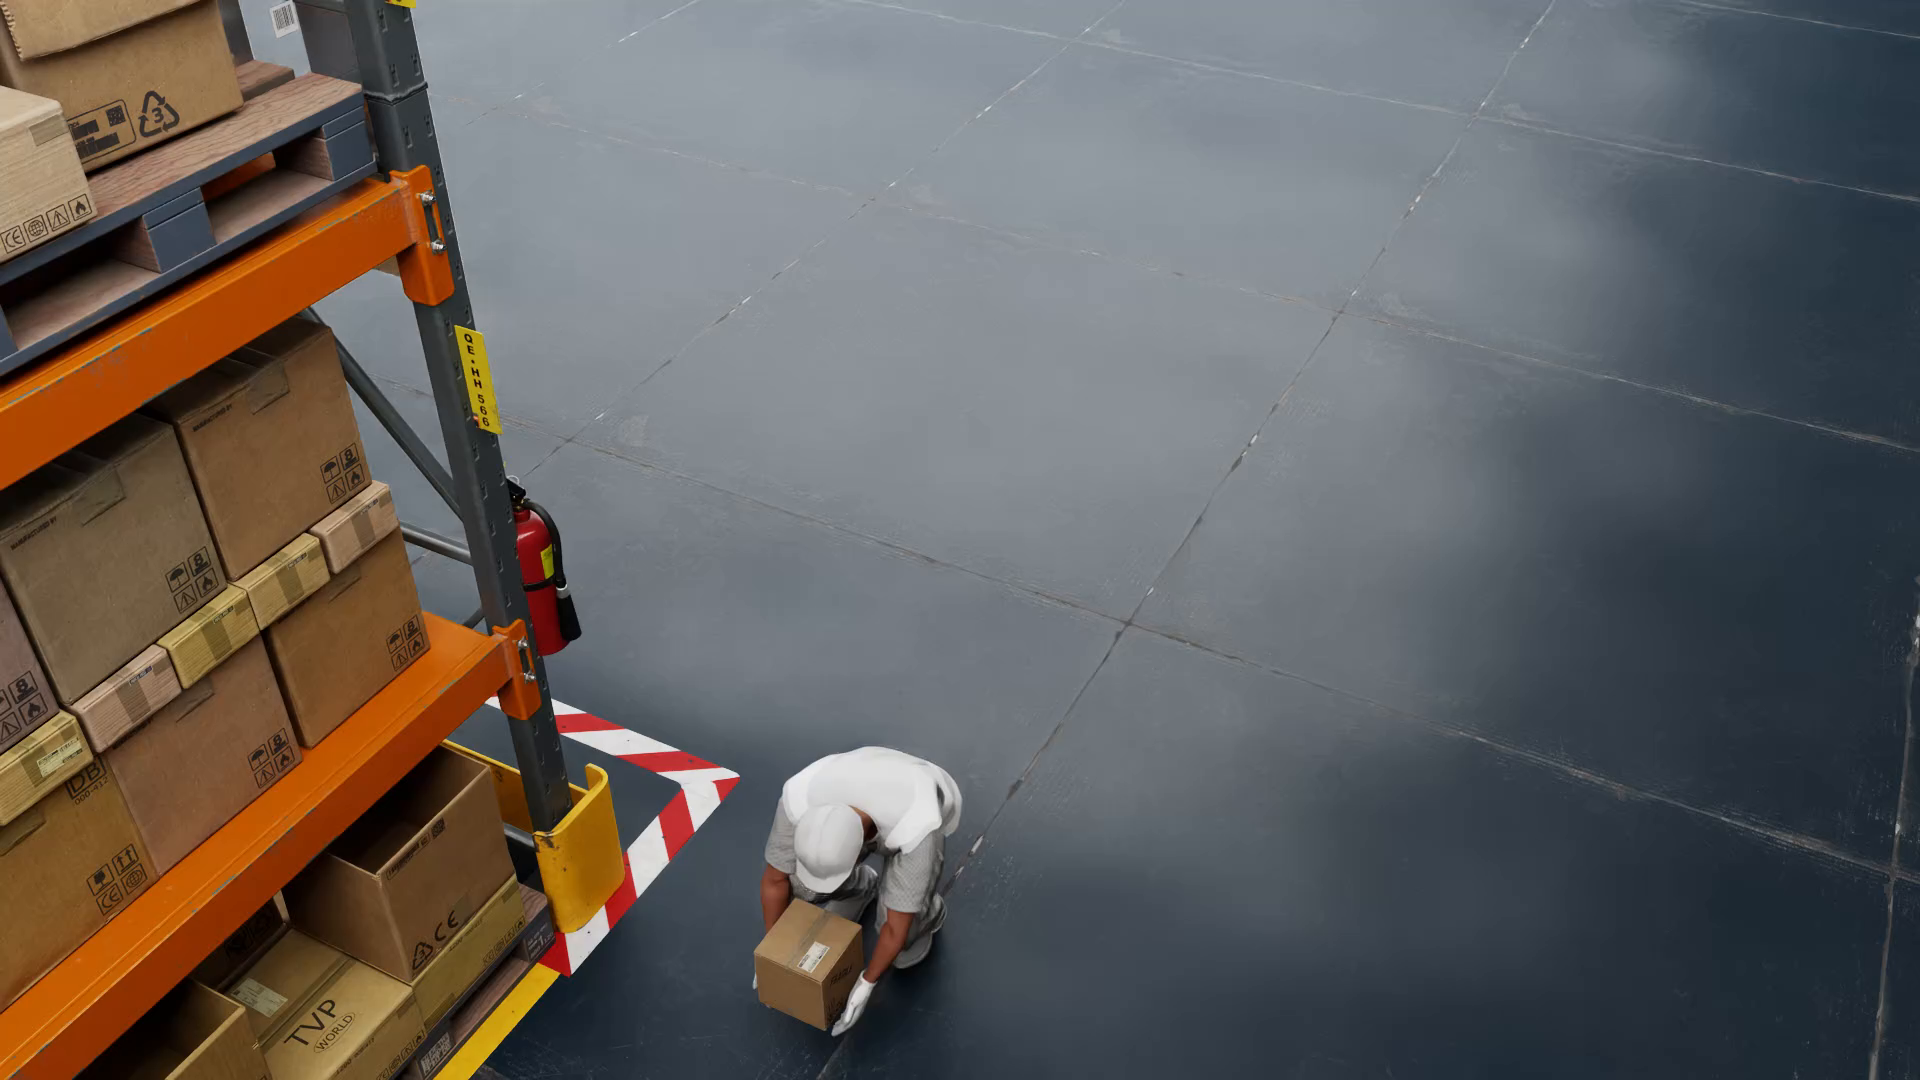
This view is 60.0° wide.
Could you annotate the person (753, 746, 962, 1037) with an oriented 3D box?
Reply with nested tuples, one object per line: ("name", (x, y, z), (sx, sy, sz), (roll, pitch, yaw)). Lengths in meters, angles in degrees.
("person", (-0.305, 1.038, 5.443), (0.578, 0.992, 0.907), (18, 41, 21))
